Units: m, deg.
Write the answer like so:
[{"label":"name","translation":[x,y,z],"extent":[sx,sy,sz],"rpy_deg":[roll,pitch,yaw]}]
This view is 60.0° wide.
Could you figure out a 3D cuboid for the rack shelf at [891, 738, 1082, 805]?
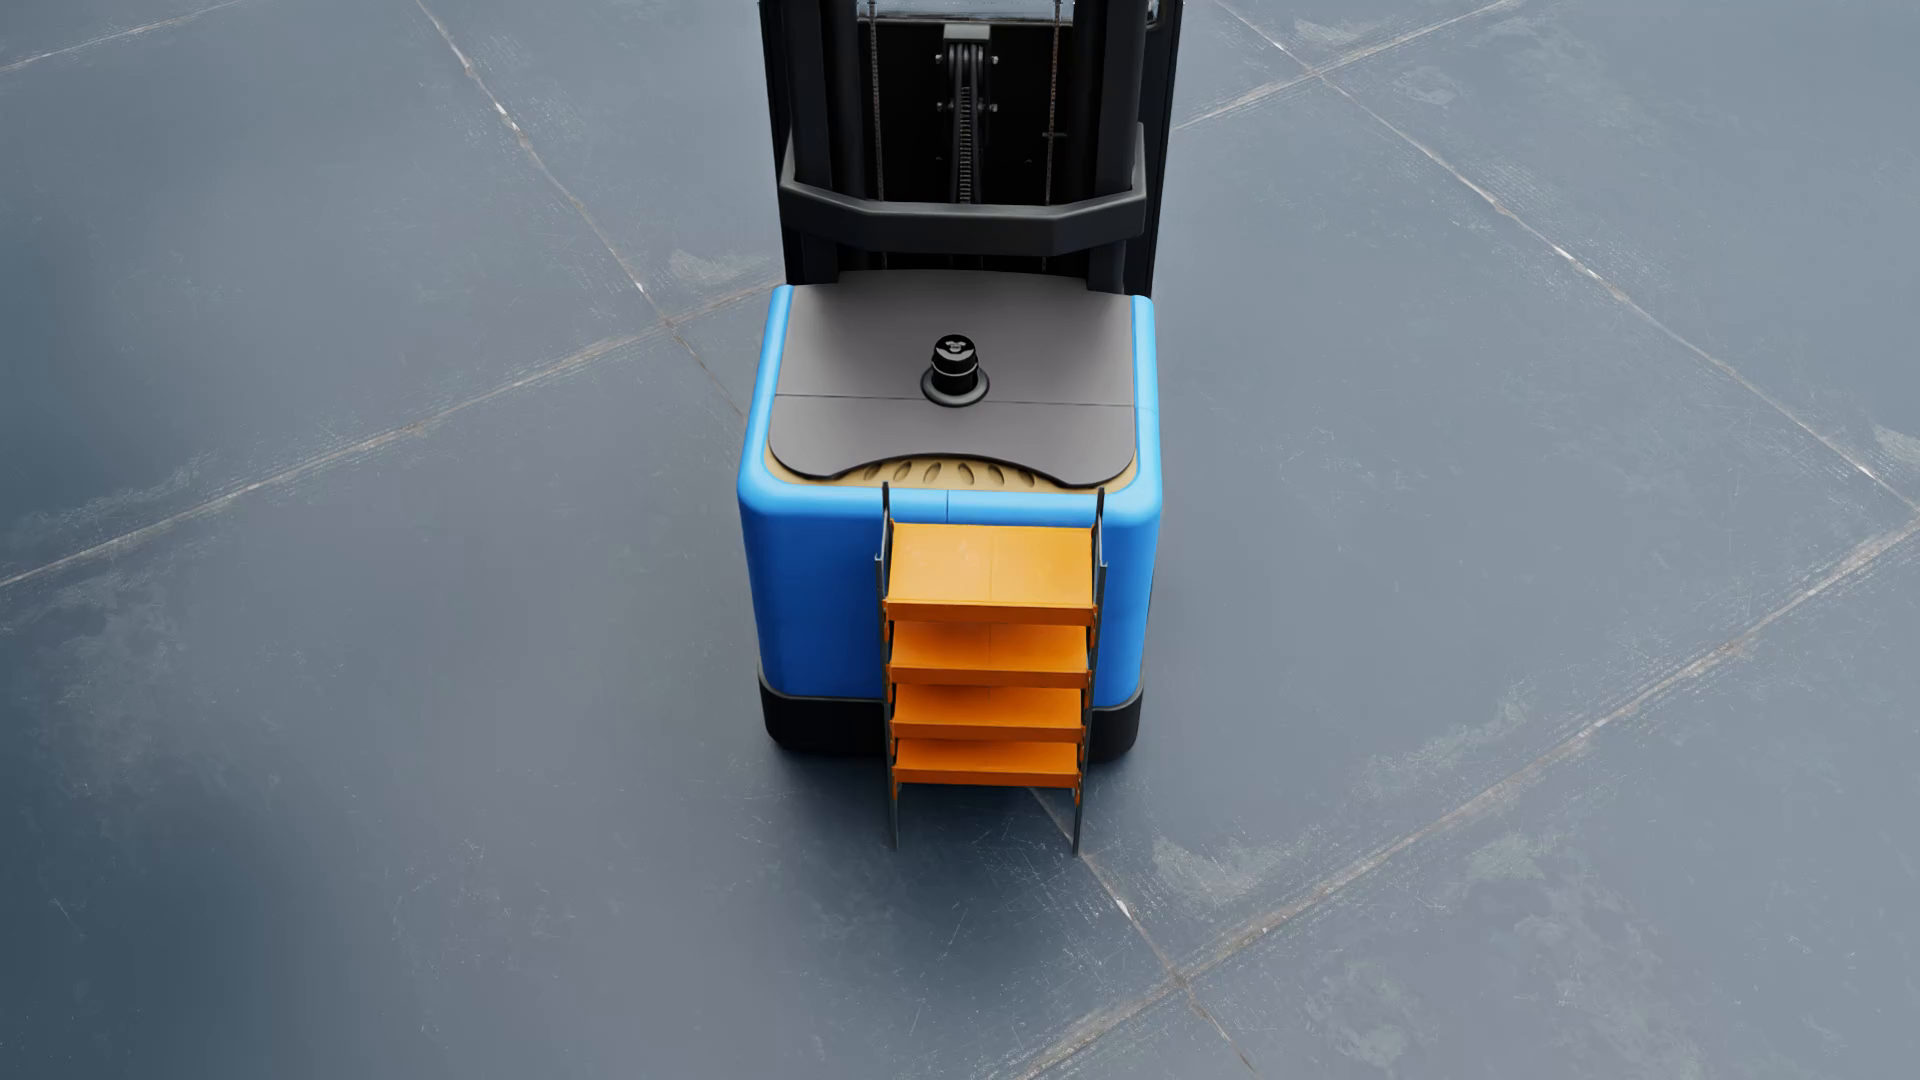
[{"label":"rack shelf","translation":[0.071,0.537,4.325],"extent":[0.480,0.148,0.258],"rpy_deg":[2,48,1]}]

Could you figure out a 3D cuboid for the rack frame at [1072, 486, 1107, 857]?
[{"label":"rack frame","translation":[0.315,0.366,4.120],"extent":[0.015,1.200,0.240],"rpy_deg":[2,48,1]}]

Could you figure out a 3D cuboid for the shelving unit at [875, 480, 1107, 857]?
[{"label":"shelving unit","translation":[0.071,0.360,4.126],"extent":[0.503,1.200,0.258],"rpy_deg":[2,48,1]}]

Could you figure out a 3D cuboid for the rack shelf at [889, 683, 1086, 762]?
[{"label":"rack shelf","translation":[0.071,0.404,4.176],"extent":[0.480,0.148,0.258],"rpy_deg":[2,48,1]}]

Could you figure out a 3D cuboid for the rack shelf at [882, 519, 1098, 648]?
[{"label":"rack shelf","translation":[0.071,0.098,3.833],"extent":[0.480,0.148,0.258],"rpy_deg":[2,48,1]}]

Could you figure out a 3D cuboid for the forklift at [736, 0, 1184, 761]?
[{"label":"forklift","translation":[0.038,-1.457,4.585],"extent":[1.130,2.935,3.031],"rpy_deg":[2,48,2]}]

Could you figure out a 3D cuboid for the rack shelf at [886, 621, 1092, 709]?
[{"label":"rack shelf","translation":[0.071,0.256,4.009],"extent":[0.480,0.148,0.258],"rpy_deg":[2,48,1]}]

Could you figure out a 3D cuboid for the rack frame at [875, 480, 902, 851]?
[{"label":"rack frame","translation":[-0.173,0.353,4.132],"extent":[0.015,1.200,0.240],"rpy_deg":[2,48,1]}]
